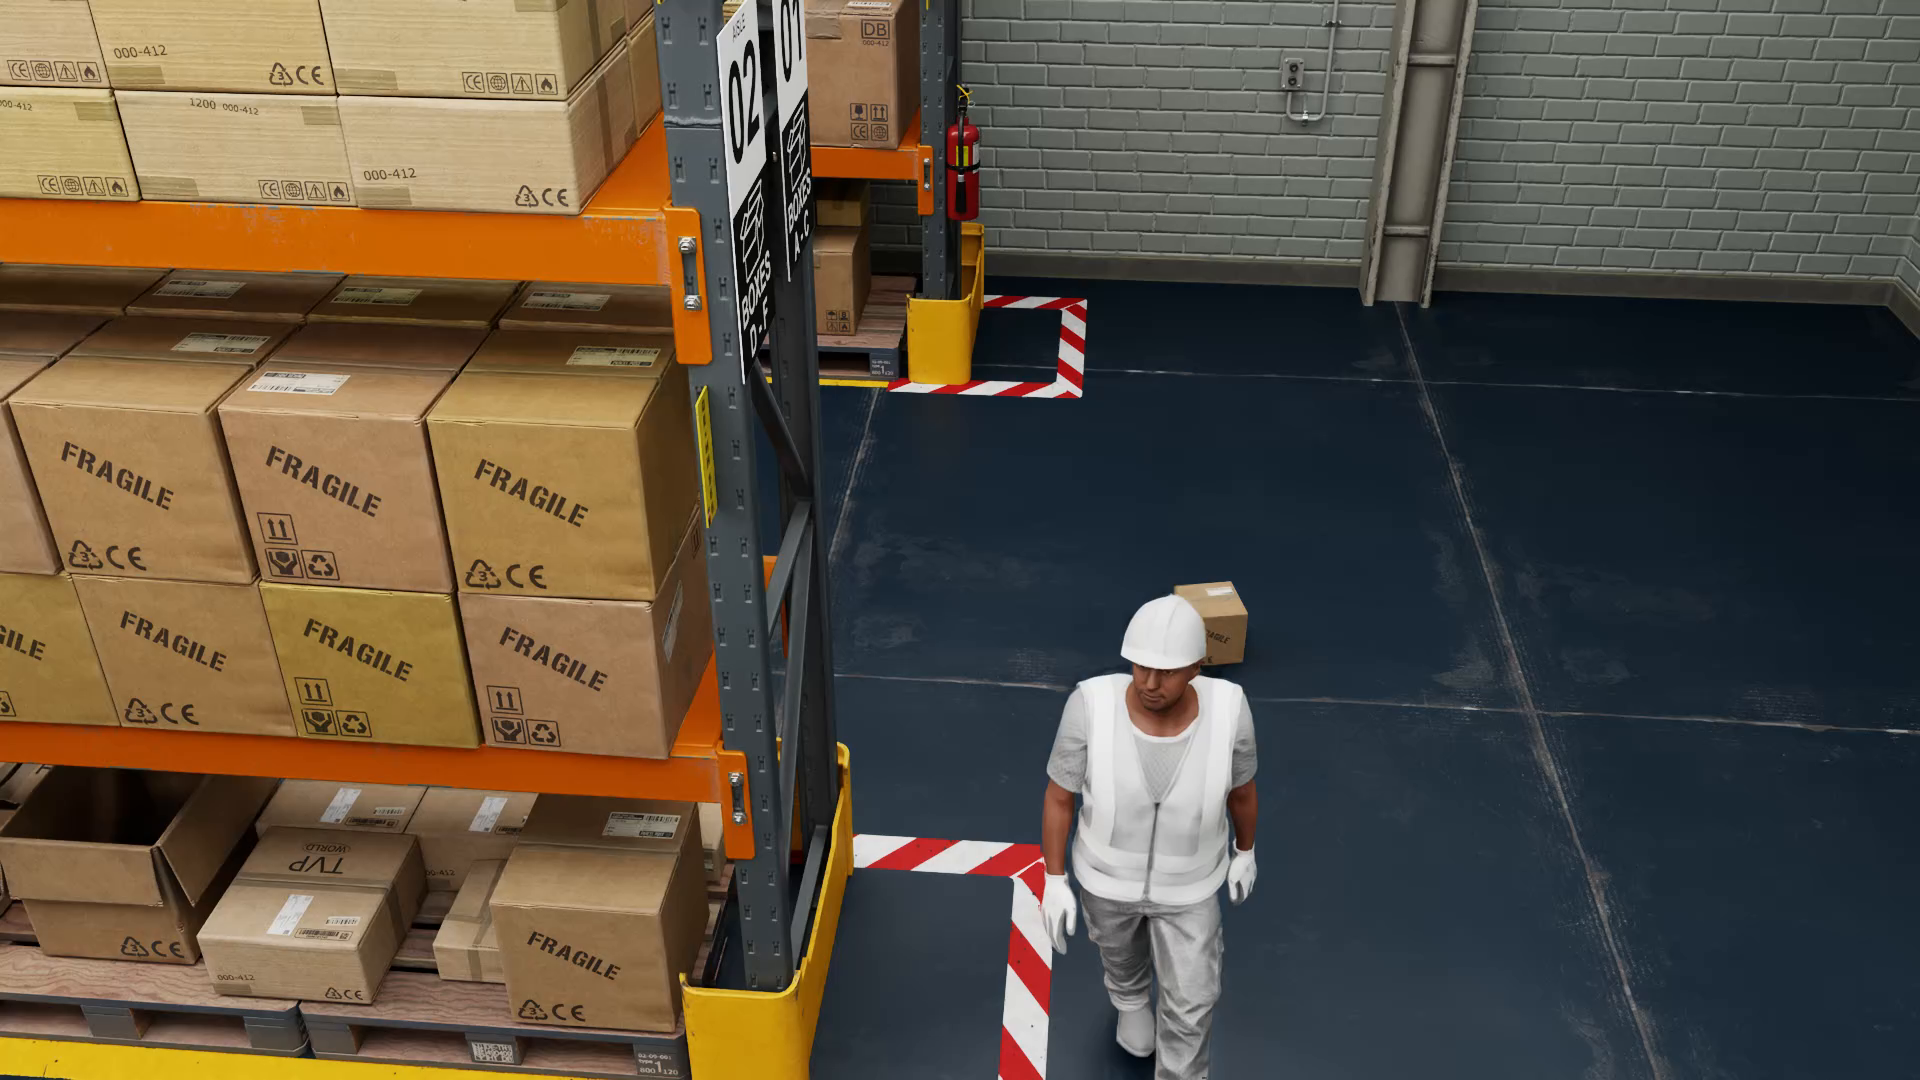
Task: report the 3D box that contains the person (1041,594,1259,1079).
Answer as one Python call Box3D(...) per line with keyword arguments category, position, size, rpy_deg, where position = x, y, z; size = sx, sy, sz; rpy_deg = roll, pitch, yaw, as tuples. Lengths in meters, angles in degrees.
Box3D(category="person", position=(0.514, 0.958, 4.525), size=(0.604, 1.735, 0.941), rpy_deg=(4, 32, 7))
